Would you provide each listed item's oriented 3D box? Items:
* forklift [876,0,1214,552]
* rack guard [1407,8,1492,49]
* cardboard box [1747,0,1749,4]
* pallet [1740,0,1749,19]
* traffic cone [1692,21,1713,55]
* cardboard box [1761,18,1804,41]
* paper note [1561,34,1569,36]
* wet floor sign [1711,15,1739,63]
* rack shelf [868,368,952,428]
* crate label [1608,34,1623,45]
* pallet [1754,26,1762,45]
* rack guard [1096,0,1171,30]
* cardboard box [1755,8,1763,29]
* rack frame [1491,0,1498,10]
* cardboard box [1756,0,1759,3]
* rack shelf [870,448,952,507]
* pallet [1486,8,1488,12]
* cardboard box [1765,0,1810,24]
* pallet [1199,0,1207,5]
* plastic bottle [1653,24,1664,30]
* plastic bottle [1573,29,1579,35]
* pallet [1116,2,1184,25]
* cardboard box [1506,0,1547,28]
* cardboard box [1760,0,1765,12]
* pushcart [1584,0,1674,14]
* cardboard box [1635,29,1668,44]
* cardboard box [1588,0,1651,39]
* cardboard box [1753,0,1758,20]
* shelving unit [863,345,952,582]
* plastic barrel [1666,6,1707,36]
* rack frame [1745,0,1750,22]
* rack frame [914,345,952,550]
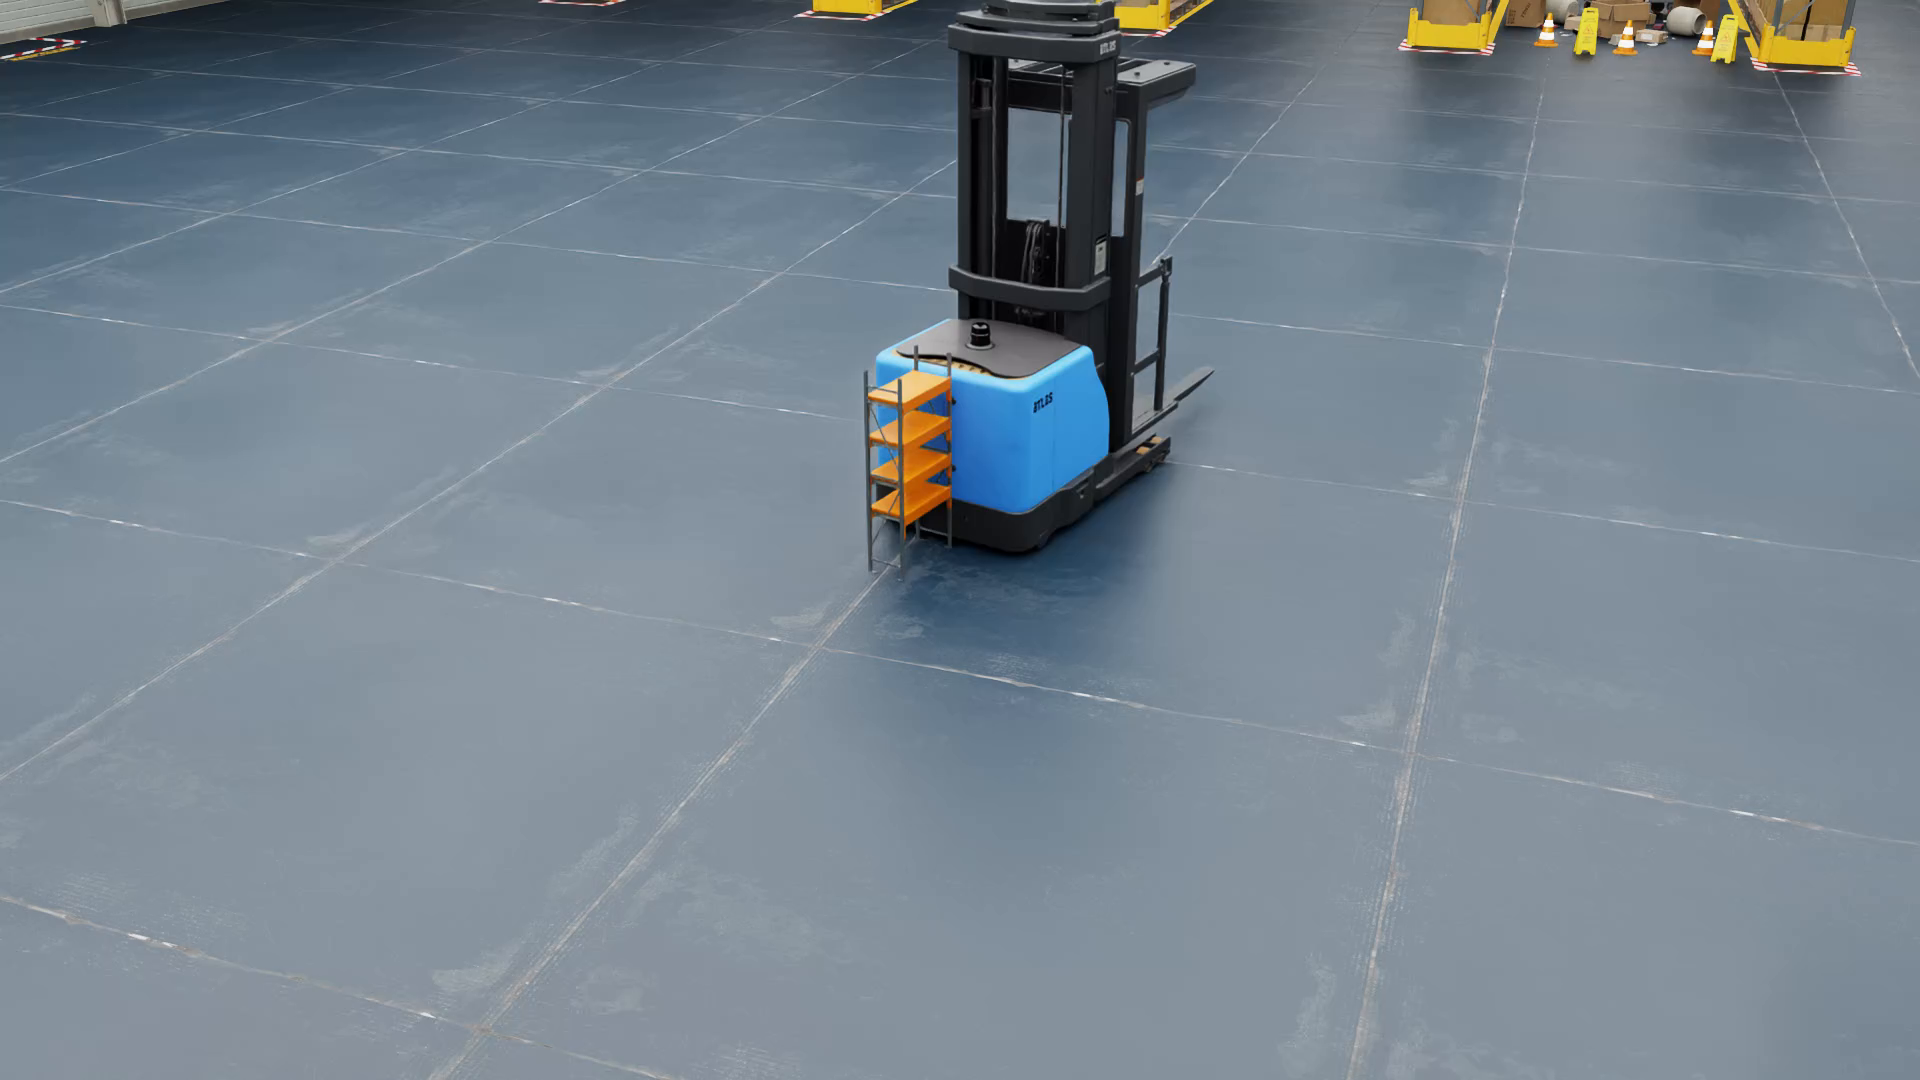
[{"bbox_3d":[0.710,-1.848,10.203,1.130,2.935,3.031,15,30,29],"label":"forklift"},{"bbox_3d":[7.399,-7.743,25.169,1.175,0.500,0.348,9,27,17],"label":"rack guard"},{"bbox_3d":[13.611,-9.068,27.570,0.950,0.372,0.625,9,27,18],"label":"cardboard box"},{"bbox_3d":[13.697,-8.911,27.912,1.003,0.211,1.213,9,27,17],"label":"pallet"},{"bbox_3d":[11.035,-7.424,24.552,0.336,0.463,0.334,9,27,17],"label":"traffic cone"},{"bbox_3d":[12.131,-7.534,24.543,0.500,0.250,0.500,9,27,17],"label":"cardboard box"},{"bbox_3d":[9.516,-7.922,26.079,0.144,0.017,0.142,20,32,35],"label":"paper note"},{"bbox_3d":[11.036,-7.219,23.920,0.267,0.644,0.232,20,32,35],"label":"wet floor sign"},{"bbox_3d":[-0.281,-0.778,9.078,0.258,0.148,0.480,15,30,29],"label":"rack shelf"},{"bbox_3d":[10.078,-7.631,25.353,0.250,0.136,0.298,-5,26,-9],"label":"crate label"},{"bbox_3d":[12.845,-7.806,25.631,1.003,0.211,1.213,9,27,17],"label":"pallet"},{"bbox_3d":[2.788,-8.545,26.825,1.175,0.500,0.348,9,27,17],"label":"rack guard"},{"bbox_3d":[12.472,-7.952,25.405,0.500,0.250,0.500,8,27,16],"label":"cardboard box"},{"bbox_3d":[8.738,-10.522,28.040,1.000,3.000,0.127,9,27,17],"label":"rack frame"},{"bbox_3d":[12.821,-8.710,26.109,0.500,0.500,0.500,10,28,20],"label":"cardboard box"},{"bbox_3d":[-0.281,-0.364,9.278,0.258,0.148,0.480,15,30,29],"label":"rack shelf"},{"bbox_3d":[8.007,-8.463,26.986,1.003,0.211,1.213,9,27,17],"label":"pallet"},{"bbox_3d":[12.129,-7.858,24.350,0.500,0.500,0.500,9,27,18],"label":"cardboard box"},{"bbox_3d":[3.904,-9.747,29.638,1.003,0.211,1.213,9,27,17],"label":"pallet"},{"bbox_3d":[11.241,-8.265,26.750,0.133,0.061,0.283,14,29,26],"label":"plastic bottle"},{"bbox_3d":[9.772,-8.039,26.284,0.133,0.061,0.283,0,26,-1],"label":"plastic bottle"},{"bbox_3d":[3.092,-8.744,27.567,1.003,0.211,1.213,9,27,17],"label":"pallet"},{"bbox_3d":[9.189,-8.611,26.959,0.500,0.500,0.500,14,29,26],"label":"cardboard box"},{"bbox_3d":[12.474,-8.279,25.220,0.500,0.500,0.500,8,27,16],"label":"cardboard box"},{"bbox_3d":[11.273,-8.976,27.855,1.648,0.377,0.936,0,26,-1],"label":"pushcart"},{"bbox_3d":[10.639,-7.750,25.586,0.250,0.149,0.380,-20,33,-36],"label":"cardboard box"},{"bbox_3d":[10.305,-8.167,26.041,0.797,0.503,0.637,-9,27,-18],"label":"cardboard box"},{"bbox_3d":[12.821,-8.373,26.274,0.500,0.250,0.500,10,28,20],"label":"cardboard box"},{"bbox_3d":[-0.281,-0.424,9.249,0.258,1.200,0.503,15,30,29],"label":"shelving unit"},{"bbox_3d":[11.368,-8.111,26.016,0.421,0.421,0.512,-14,29,-27],"label":"plastic barrel"},{"bbox_3d":[13.439,-9.846,26.643,1.000,3.000,0.127,9,27,17],"label":"rack frame"},{"bbox_3d":[-0.151,-0.514,9.435,0.240,1.200,0.015,15,30,29],"label":"rack frame"}]
